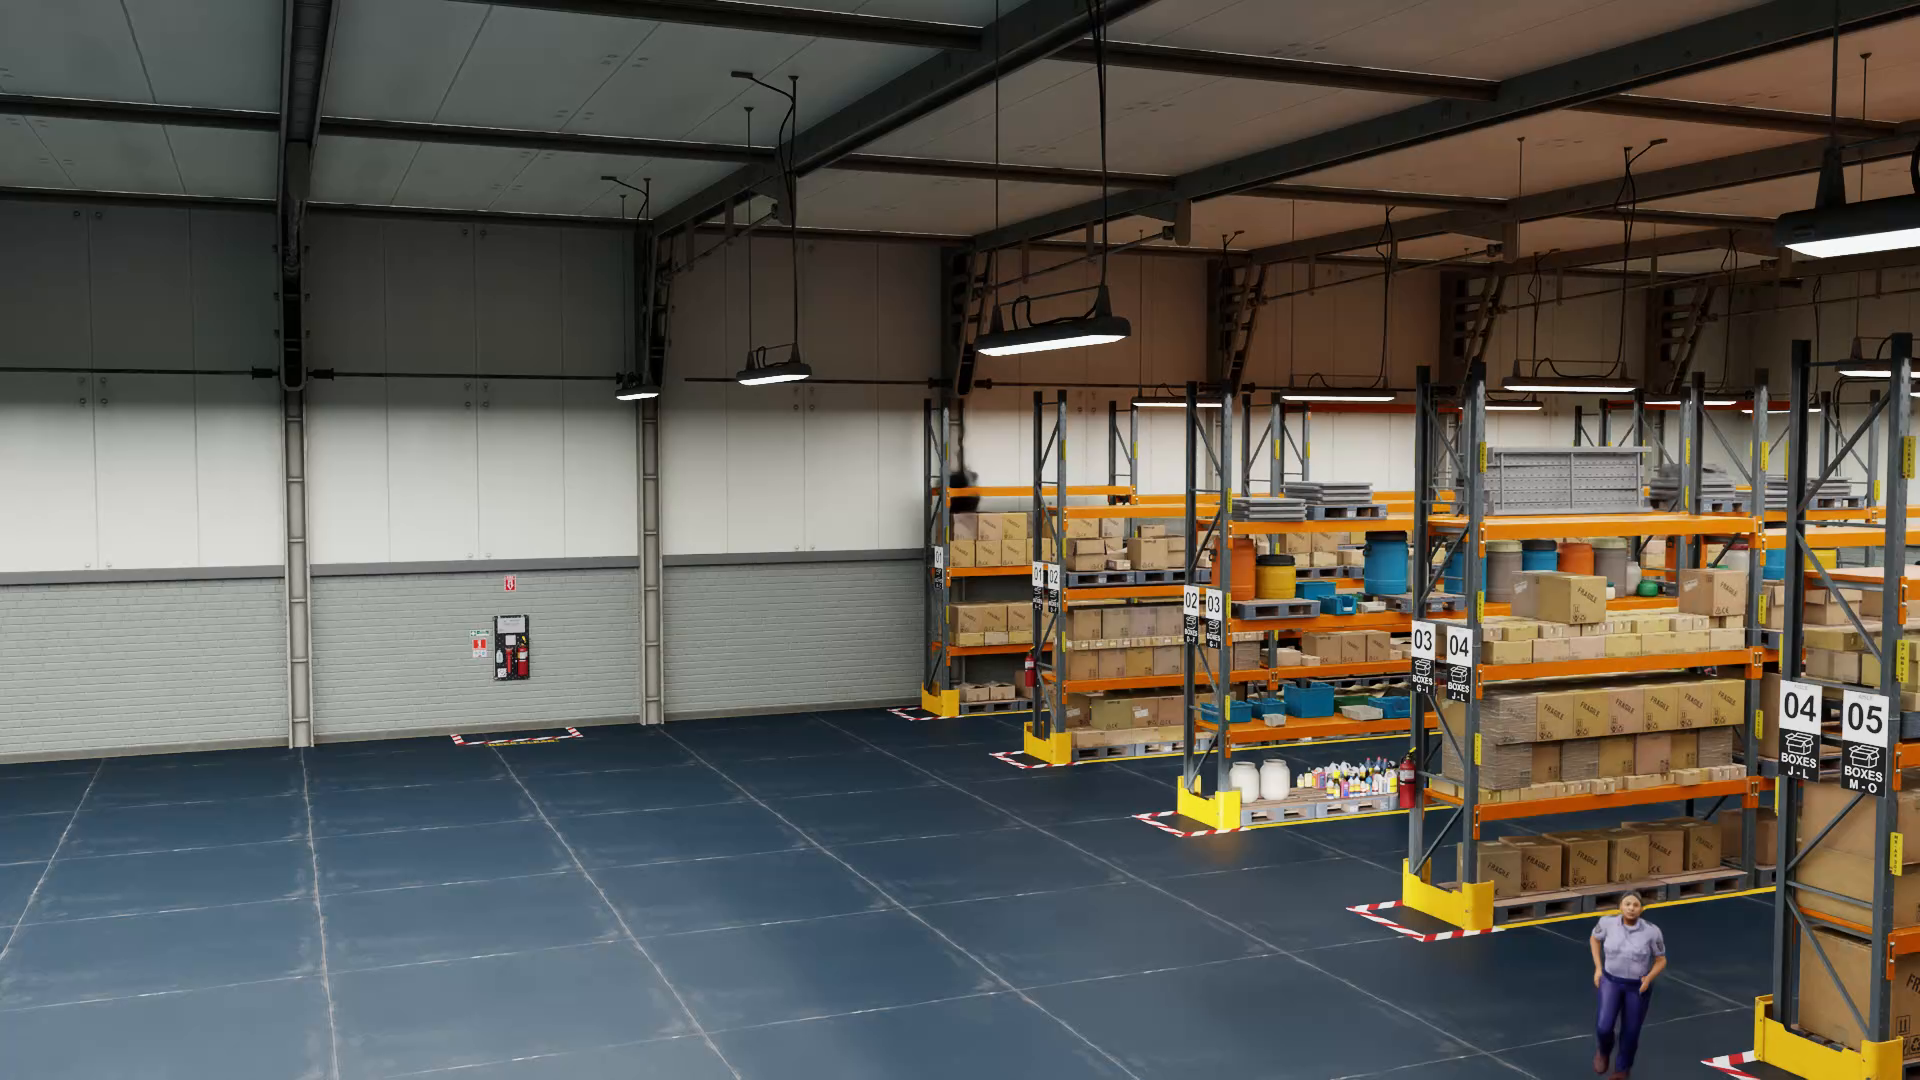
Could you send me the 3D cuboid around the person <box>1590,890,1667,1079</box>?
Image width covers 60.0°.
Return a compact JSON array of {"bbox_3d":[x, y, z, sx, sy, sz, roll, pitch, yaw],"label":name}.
[{"bbox_3d":[5.333,3.595,13.303,0.578,1.592,0.601,1,4,24],"label":"person"}]
